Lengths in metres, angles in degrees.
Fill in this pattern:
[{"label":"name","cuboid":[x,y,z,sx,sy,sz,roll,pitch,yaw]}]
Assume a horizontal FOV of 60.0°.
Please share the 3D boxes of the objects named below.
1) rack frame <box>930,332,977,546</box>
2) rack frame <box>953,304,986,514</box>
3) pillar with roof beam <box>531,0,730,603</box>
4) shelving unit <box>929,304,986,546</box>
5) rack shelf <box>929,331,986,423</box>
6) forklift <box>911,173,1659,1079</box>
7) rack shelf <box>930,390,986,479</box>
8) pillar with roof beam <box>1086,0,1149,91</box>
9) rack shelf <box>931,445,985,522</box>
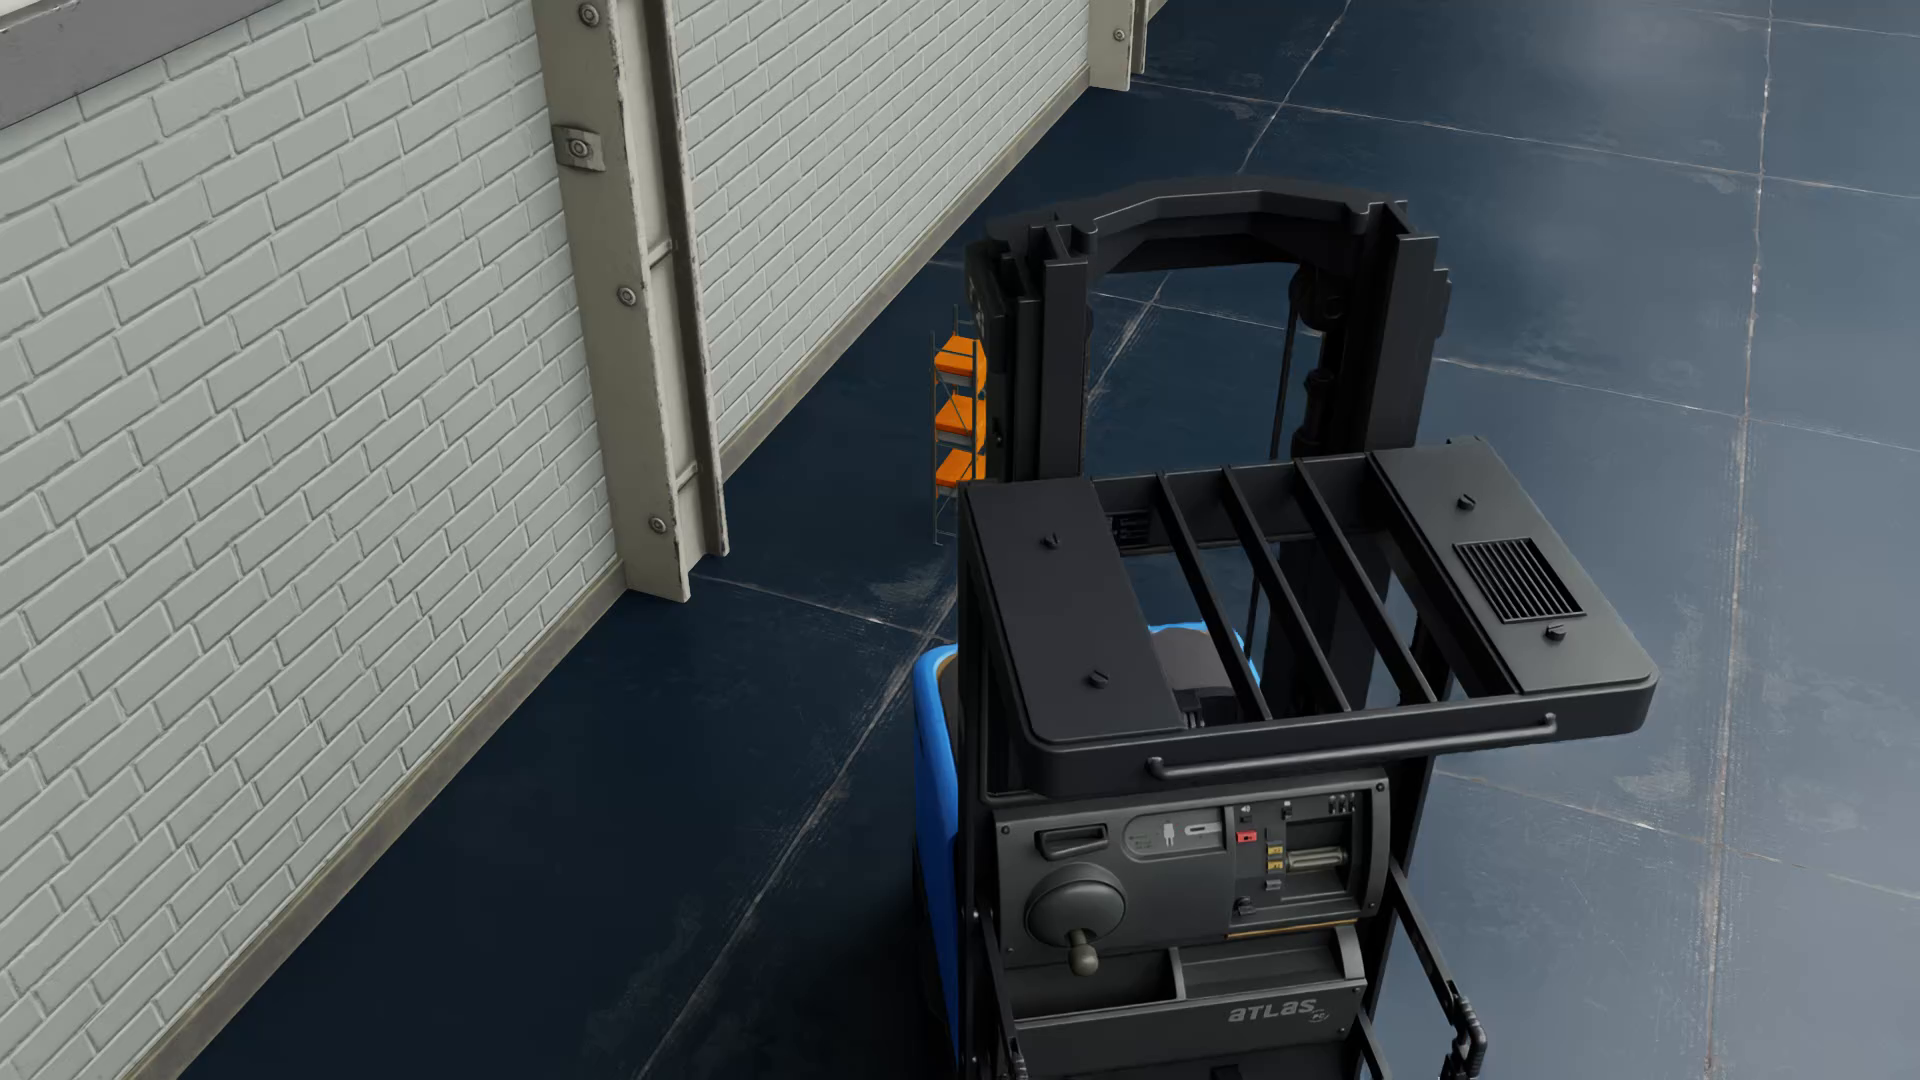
[{"label":"rack frame","cuboid":[-0.026,-0.383,6.885,0.200,1.050,0.008,14,39,18]},{"label":"rack frame","cuboid":[0.067,-0.518,7.066,0.200,1.050,0.008,14,39,18]},{"label":"pillar with roof beam","cuboid":[2.770,-2.506,3.087,9.100,9.000,0.400,14,39,18]},{"label":"shelving unit","cuboid":[0.020,-0.450,6.975,0.215,1.050,0.252,14,39,18]},{"label":"rack shelf","cuboid":[0.020,-0.669,6.812,0.215,0.259,0.240,14,39,18]},{"label":"forklift","cuboid":[0.578,0.838,3.681,1.130,2.935,3.031,-5,37,-7]},{"label":"rack shelf","cuboid":[0.020,-0.442,6.982,0.215,0.259,0.240,14,39,18]},{"label":"pillar with roof beam","cuboid":[5.053,-5.828,7.531,9.100,9.000,0.400,14,39,18]},{"label":"rack shelf","cuboid":[0.020,-0.219,7.148,0.215,0.259,0.240,14,39,18]}]
